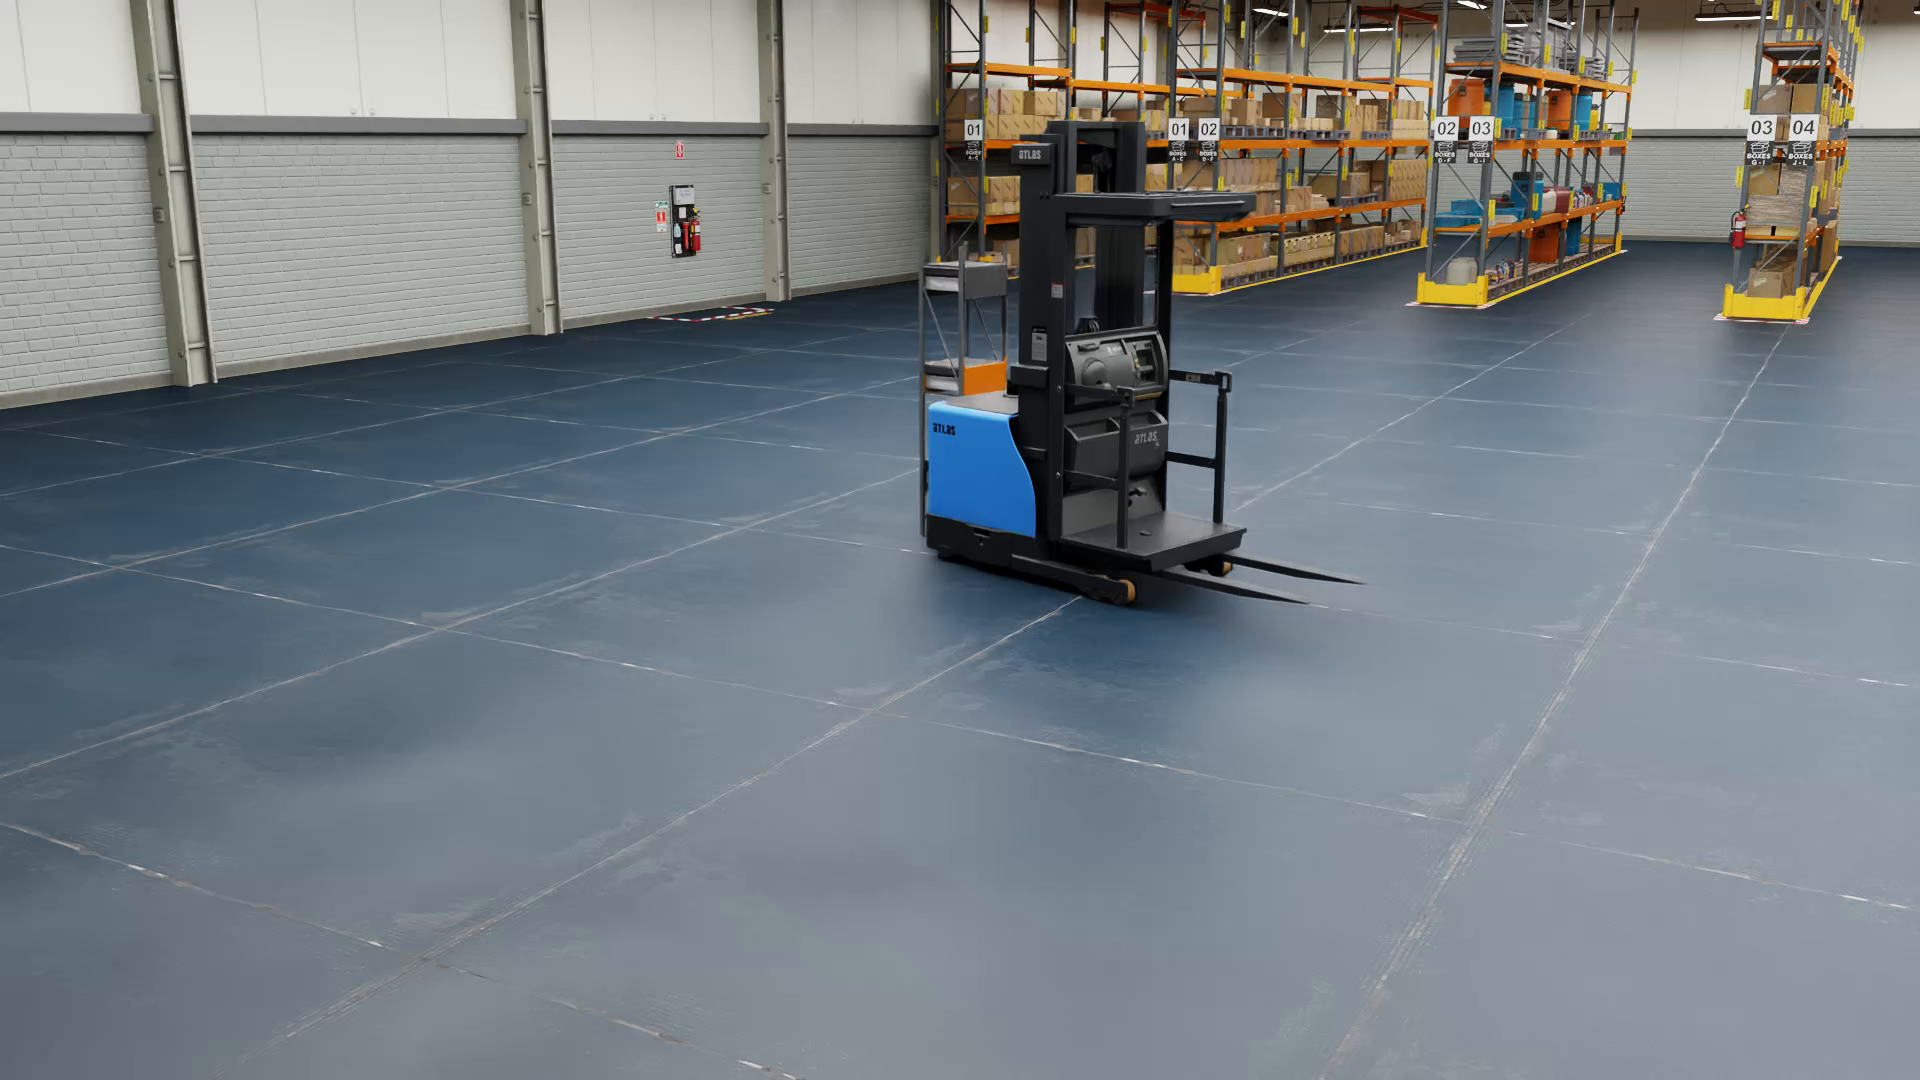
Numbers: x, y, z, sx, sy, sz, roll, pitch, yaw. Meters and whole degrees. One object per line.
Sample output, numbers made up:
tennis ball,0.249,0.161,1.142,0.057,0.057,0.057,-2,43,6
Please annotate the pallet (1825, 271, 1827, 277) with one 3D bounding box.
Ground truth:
pallet,17.955,-5.771,35.519,1.003,0.211,1.213,7,15,28

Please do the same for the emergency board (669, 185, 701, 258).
emergency board,-4.506,-5.274,27.509,0.194,1.169,0.643,7,15,28

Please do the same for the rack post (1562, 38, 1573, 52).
rack post,12.873,-10.623,35.796,0.624,0.289,0.986,7,15,28

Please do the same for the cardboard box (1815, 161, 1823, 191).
cardboard box,14.524,-6.254,28.591,0.500,0.500,0.500,7,15,28

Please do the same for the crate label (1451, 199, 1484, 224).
crate label,9.367,-6.069,30.731,0.502,0.435,0.616,7,15,28

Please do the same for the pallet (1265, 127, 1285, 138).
pallet,5.924,-8.263,33.698,1.003,0.211,1.213,7,15,28

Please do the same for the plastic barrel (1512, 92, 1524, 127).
plastic barrel,10.704,-8.295,32.571,0.600,0.901,0.708,7,15,28

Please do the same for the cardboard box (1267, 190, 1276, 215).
cardboard box,6.105,-6.983,34.385,0.700,0.500,0.500,7,15,27

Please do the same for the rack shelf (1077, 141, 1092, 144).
rack shelf,2.942,-9.105,38.537,1.077,0.370,4.000,7,15,28

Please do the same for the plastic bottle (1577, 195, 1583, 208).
plastic bottle,14.122,-7.722,37.927,0.152,0.276,0.135,7,15,28

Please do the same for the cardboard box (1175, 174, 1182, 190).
cardboard box,5.352,-9.100,42.488,0.500,0.500,0.500,7,15,28

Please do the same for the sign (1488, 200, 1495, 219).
sign,9.194,-5.715,28.748,0.100,0.325,0.005,7,15,28

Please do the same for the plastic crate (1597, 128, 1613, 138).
plastic crate,15.356,-9.724,39.846,0.497,0.269,0.590,7,15,28

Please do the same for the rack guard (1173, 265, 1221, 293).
rack guard,4.368,-4.985,31.646,1.175,0.500,0.348,7,15,28

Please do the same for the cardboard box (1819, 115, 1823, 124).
cardboard box,13.596,-6.734,26.635,0.380,0.149,0.250,8,16,29

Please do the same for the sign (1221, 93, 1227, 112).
sign,4.863,-8.063,30.644,0.100,0.325,0.005,7,15,28

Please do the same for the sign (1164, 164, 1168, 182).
sign,3.912,-6.948,31.477,0.100,0.325,0.005,7,15,28

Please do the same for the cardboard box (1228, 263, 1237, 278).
cardboard box,5.072,-5.261,32.425,0.500,0.250,0.500,7,15,28

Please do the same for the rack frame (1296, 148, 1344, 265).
rack frame,8.247,-7.847,38.181,1.000,3.000,0.127,7,15,28

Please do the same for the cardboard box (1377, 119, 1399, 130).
cardboard box,10.634,-10.367,41.490,0.500,0.250,0.500,7,15,28

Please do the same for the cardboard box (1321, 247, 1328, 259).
cardboard box,7.960,-6.472,37.452,0.500,0.250,0.500,7,15,27

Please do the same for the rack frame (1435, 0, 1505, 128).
rack frame,8.714,-8.560,28.339,1.000,3.000,0.127,7,15,28

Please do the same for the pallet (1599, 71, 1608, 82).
pallet,14.142,-10.562,37.902,1.003,0.211,1.213,7,15,28

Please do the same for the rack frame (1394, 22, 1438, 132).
rack frame,12.115,-12.405,44.286,1.000,3.000,0.127,7,15,28

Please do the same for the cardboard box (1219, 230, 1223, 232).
cardboard box,6.790,-8.566,45.604,0.700,0.500,0.500,8,16,29

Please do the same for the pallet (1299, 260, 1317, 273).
pallet,7.224,-6.077,36.792,1.003,0.211,1.213,7,15,28

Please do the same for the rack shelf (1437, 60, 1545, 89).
rack shelf,9.681,-8.426,30.172,1.077,0.370,4.000,7,15,28

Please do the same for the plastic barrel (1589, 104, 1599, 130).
plastic barrel,14.252,-9.649,37.959,0.600,0.588,0.600,0,14,0

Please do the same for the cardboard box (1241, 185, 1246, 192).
cardboard box,5.379,-6.890,32.615,0.380,0.149,0.250,7,15,27

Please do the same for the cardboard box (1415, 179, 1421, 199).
cardboard box,11.889,-9.307,44.025,0.500,0.500,0.500,8,15,29

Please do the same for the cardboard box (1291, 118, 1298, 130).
cardboard box,6.883,-8.854,35.383,0.500,0.250,0.500,6,15,23

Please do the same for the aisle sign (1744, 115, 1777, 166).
aisle sign,12.757,-6.367,26.498,0.394,0.787,0.004,7,15,28

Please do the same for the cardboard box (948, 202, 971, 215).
cardboard box,0.098,-6.821,34.202,0.500,0.250,0.500,8,16,29

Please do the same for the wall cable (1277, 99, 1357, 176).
wall cable,10.824,-12.575,51.620,3.097,2.526,0.112,7,15,28

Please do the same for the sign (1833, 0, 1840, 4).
sign,13.525,-8.430,25.638,0.100,0.325,0.005,7,15,28

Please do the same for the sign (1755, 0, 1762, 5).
sign,12.574,-8.597,26.162,0.100,0.325,0.005,7,15,28

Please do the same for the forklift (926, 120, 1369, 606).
forklift,1.164,-1.152,10.557,1.130,2.935,3.031,-13,19,-43

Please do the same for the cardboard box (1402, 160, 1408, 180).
cardboard box,11.153,-9.478,42.602,0.500,0.500,0.500,7,15,26

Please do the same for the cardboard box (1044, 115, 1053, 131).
cardboard box,1.692,-8.869,35.766,0.500,0.500,0.500,6,15,23

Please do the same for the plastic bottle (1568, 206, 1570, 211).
plastic bottle,13.297,-7.372,36.475,0.152,0.276,0.135,7,15,28

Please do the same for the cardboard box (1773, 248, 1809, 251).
cardboard box,16.354,-5.467,32.706,0.700,0.500,0.500,6,15,23

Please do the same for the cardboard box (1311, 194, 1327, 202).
cardboard box,8.033,-7.734,37.903,0.500,0.311,0.500,9,16,32

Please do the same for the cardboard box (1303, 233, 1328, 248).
cardboard box,7.964,-6.744,37.382,0.500,0.311,0.500,7,15,27

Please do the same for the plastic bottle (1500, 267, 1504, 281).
plastic bottle,10.176,-5.000,31.256,0.097,0.271,0.097,0,14,0

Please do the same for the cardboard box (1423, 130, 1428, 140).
cardboard box,12.097,-10.738,44.094,0.500,0.250,0.500,7,15,28

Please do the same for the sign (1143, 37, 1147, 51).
sign,4.389,-11.757,39.438,0.100,0.325,0.005,7,15,28

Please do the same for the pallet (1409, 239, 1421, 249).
pallet,11.693,-7.953,44.573,1.003,0.211,1.213,7,15,28

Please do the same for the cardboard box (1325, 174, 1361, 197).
cardboard box,9.062,-8.408,39.398,0.700,0.500,0.500,11,17,38

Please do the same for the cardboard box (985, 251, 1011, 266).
cardboard box,0.731,-5.921,34.993,0.500,0.311,0.500,9,16,33

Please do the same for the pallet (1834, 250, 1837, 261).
pallet,20.467,-6.836,39.940,1.003,0.211,1.213,7,15,28

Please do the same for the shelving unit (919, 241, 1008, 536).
shelving unit,0.024,-1.071,11.995,0.431,2.100,0.503,11,17,39

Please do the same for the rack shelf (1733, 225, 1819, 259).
rack shelf,14.017,-5.143,28.501,1.077,0.370,4.000,7,15,28

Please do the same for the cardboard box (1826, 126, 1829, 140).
cardboard box,14.992,-7.165,29.274,0.500,0.250,0.500,8,16,30

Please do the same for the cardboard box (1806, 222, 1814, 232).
cardboard box,14.207,-5.288,28.105,0.380,0.149,0.250,7,15,28
